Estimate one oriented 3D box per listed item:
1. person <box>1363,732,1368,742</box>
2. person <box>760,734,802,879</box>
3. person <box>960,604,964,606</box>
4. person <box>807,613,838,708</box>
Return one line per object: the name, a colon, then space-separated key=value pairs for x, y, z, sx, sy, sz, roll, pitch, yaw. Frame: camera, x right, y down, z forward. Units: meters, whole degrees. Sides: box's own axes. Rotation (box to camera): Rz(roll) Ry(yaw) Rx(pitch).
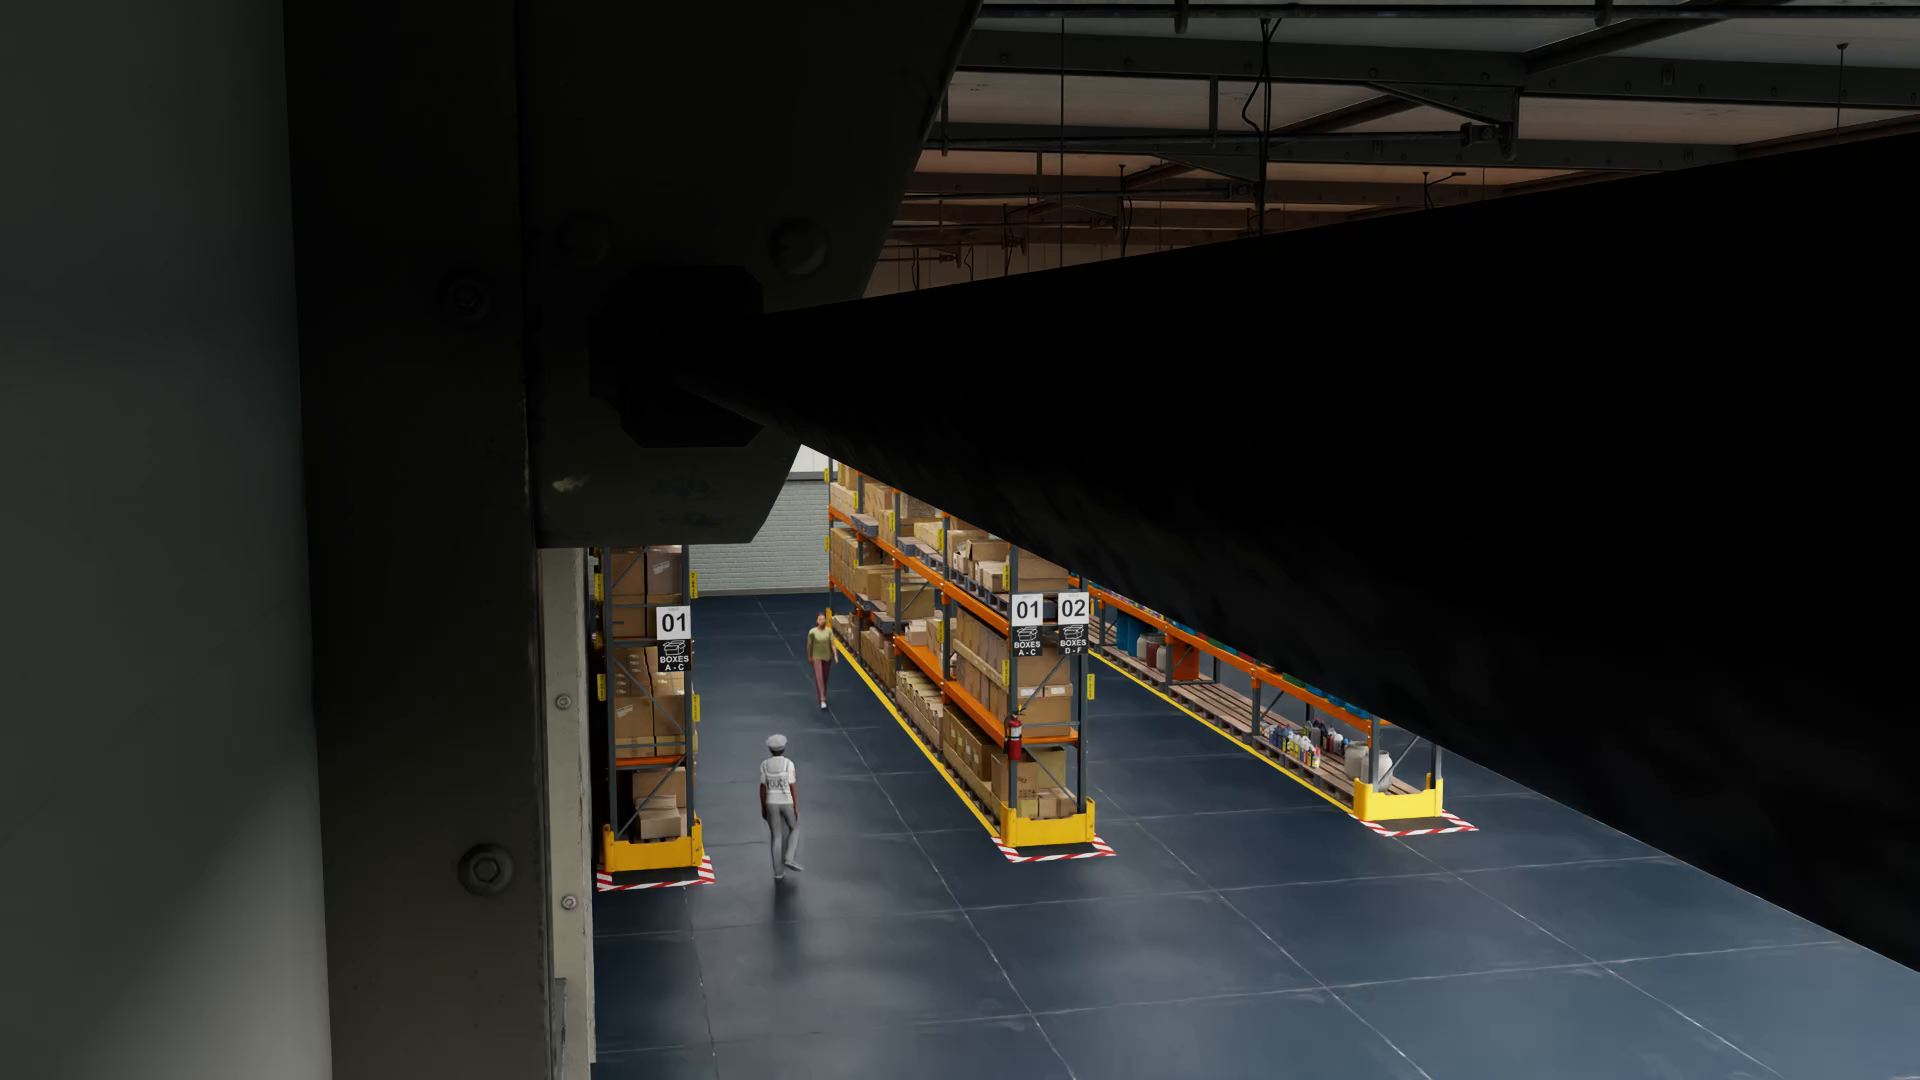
person: x=6.558 y=2.397 z=26.448 sx=0.541 sy=1.755 sz=0.418 roll=-3 pitch=7 yaw=-24
person: x=-2.127 y=3.153 z=19.733 sx=0.501 sy=1.676 sz=0.444 roll=0 pitch=7 yaw=1
person: x=0.218 y=1.672 z=32.425 sx=0.490 sy=1.599 sz=1.005 roll=-1 pitch=7 yaw=-8
person: x=-2.402 y=2.070 z=29.044 sx=0.493 sy=1.609 sz=1.045 roll=-2 pitch=7 yaw=-15
